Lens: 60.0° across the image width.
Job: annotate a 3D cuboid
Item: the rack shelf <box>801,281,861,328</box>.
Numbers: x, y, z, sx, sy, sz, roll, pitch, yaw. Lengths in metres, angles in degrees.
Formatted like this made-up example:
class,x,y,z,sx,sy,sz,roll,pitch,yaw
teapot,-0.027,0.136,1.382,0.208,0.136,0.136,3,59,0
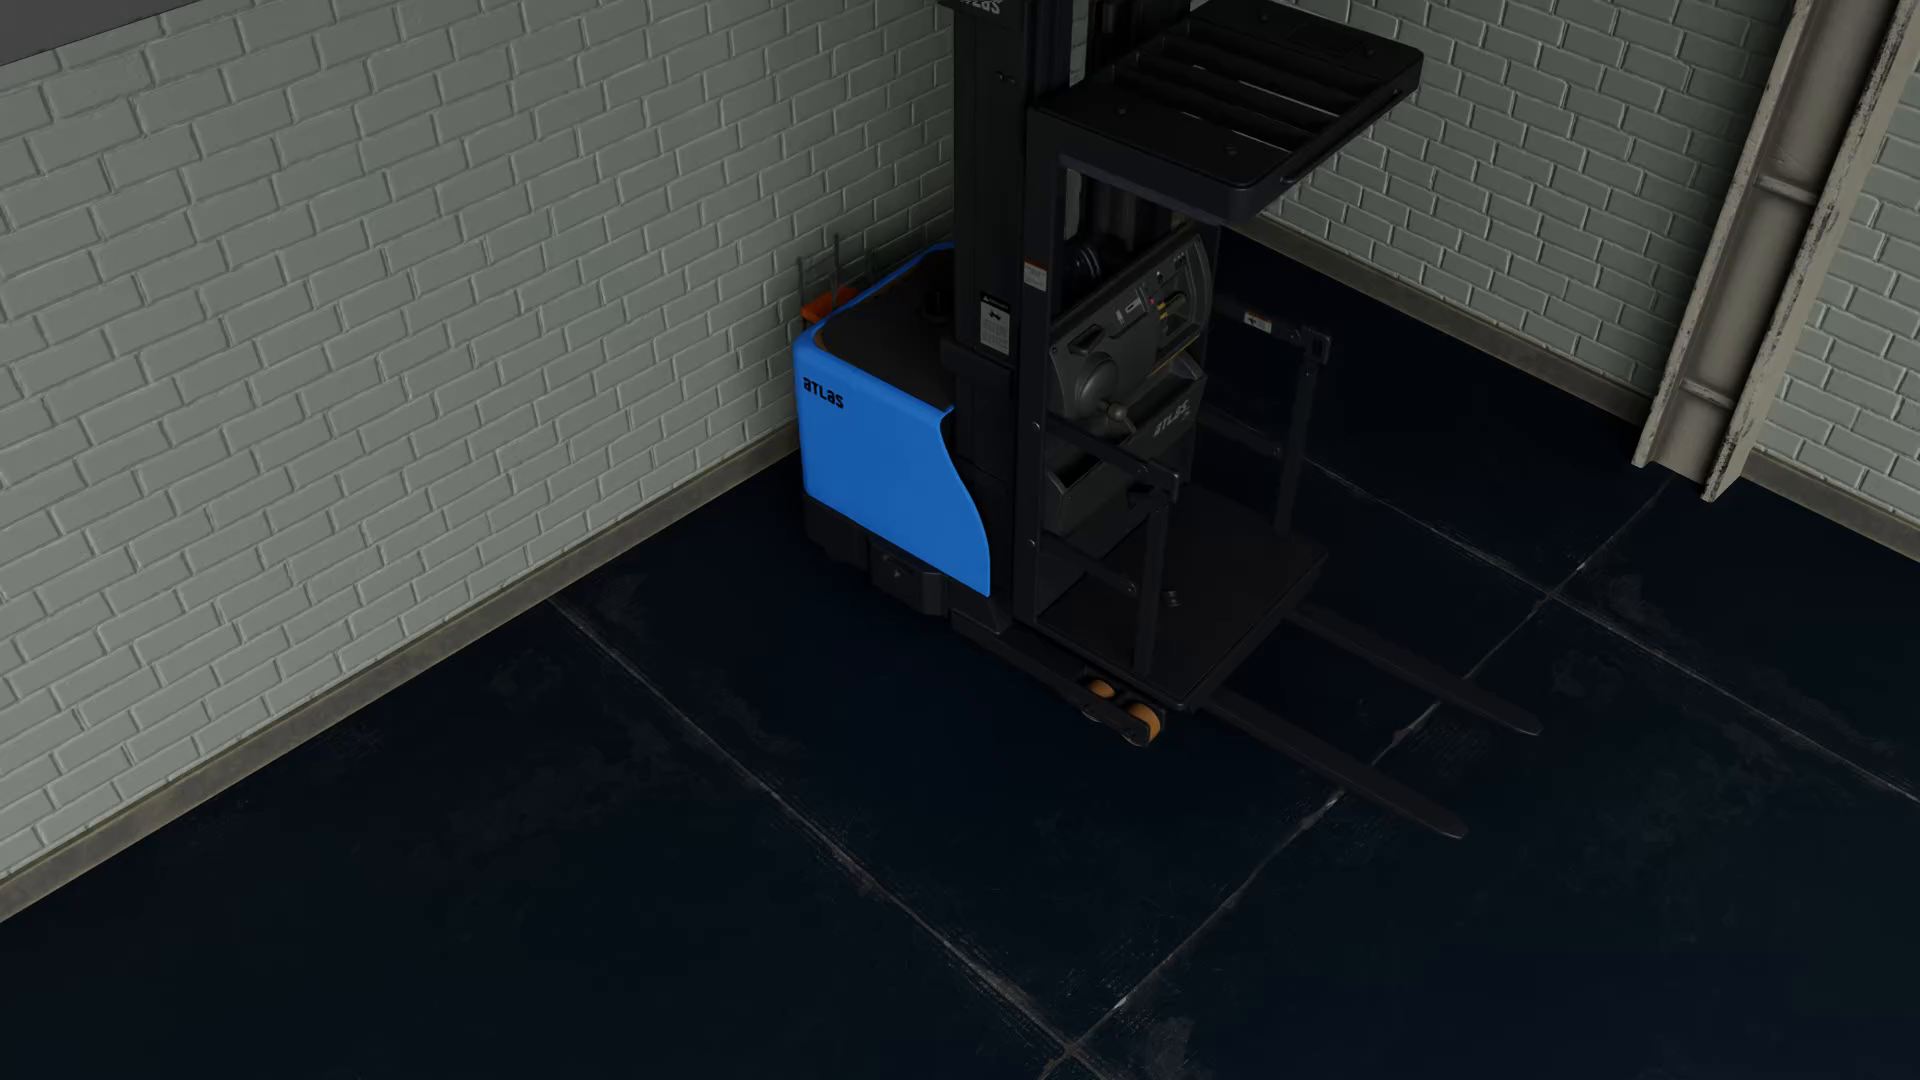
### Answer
class,x,y,z,sx,sy,sz,roll,pitch,yaw
rack shelf,-0.509,-0.951,6.930,0.180,0.103,0.258,29,50,28

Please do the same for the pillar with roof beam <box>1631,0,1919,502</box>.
class,x,y,z,sx,sy,sz,roll,pitch,yaw
pillar with roof beam,0.277,-1.575,2.324,9.100,9.000,0.400,-34,53,-31

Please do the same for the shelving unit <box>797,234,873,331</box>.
class,x,y,z,sx,sy,sz,roll,pitch,yaw
shelving unit,-0.509,-0.719,7.144,0.189,1.200,0.258,29,50,28

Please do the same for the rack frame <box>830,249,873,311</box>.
class,x,y,z,sx,sy,sz,roll,pitch,yaw
rack frame,-0.438,-0.680,7.101,0.006,1.200,0.240,29,50,28

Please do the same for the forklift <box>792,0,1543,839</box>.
class,x,y,z,sx,sy,sz,roll,pitch,yaw
forklift,0.783,-0.696,5.844,3.031,2.935,1.130,29,50,28

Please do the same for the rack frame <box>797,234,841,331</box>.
class,x,y,z,sx,sy,sz,roll,pitch,yaw
rack frame,-0.580,-0.758,7.186,0.006,1.200,0.240,29,50,28
